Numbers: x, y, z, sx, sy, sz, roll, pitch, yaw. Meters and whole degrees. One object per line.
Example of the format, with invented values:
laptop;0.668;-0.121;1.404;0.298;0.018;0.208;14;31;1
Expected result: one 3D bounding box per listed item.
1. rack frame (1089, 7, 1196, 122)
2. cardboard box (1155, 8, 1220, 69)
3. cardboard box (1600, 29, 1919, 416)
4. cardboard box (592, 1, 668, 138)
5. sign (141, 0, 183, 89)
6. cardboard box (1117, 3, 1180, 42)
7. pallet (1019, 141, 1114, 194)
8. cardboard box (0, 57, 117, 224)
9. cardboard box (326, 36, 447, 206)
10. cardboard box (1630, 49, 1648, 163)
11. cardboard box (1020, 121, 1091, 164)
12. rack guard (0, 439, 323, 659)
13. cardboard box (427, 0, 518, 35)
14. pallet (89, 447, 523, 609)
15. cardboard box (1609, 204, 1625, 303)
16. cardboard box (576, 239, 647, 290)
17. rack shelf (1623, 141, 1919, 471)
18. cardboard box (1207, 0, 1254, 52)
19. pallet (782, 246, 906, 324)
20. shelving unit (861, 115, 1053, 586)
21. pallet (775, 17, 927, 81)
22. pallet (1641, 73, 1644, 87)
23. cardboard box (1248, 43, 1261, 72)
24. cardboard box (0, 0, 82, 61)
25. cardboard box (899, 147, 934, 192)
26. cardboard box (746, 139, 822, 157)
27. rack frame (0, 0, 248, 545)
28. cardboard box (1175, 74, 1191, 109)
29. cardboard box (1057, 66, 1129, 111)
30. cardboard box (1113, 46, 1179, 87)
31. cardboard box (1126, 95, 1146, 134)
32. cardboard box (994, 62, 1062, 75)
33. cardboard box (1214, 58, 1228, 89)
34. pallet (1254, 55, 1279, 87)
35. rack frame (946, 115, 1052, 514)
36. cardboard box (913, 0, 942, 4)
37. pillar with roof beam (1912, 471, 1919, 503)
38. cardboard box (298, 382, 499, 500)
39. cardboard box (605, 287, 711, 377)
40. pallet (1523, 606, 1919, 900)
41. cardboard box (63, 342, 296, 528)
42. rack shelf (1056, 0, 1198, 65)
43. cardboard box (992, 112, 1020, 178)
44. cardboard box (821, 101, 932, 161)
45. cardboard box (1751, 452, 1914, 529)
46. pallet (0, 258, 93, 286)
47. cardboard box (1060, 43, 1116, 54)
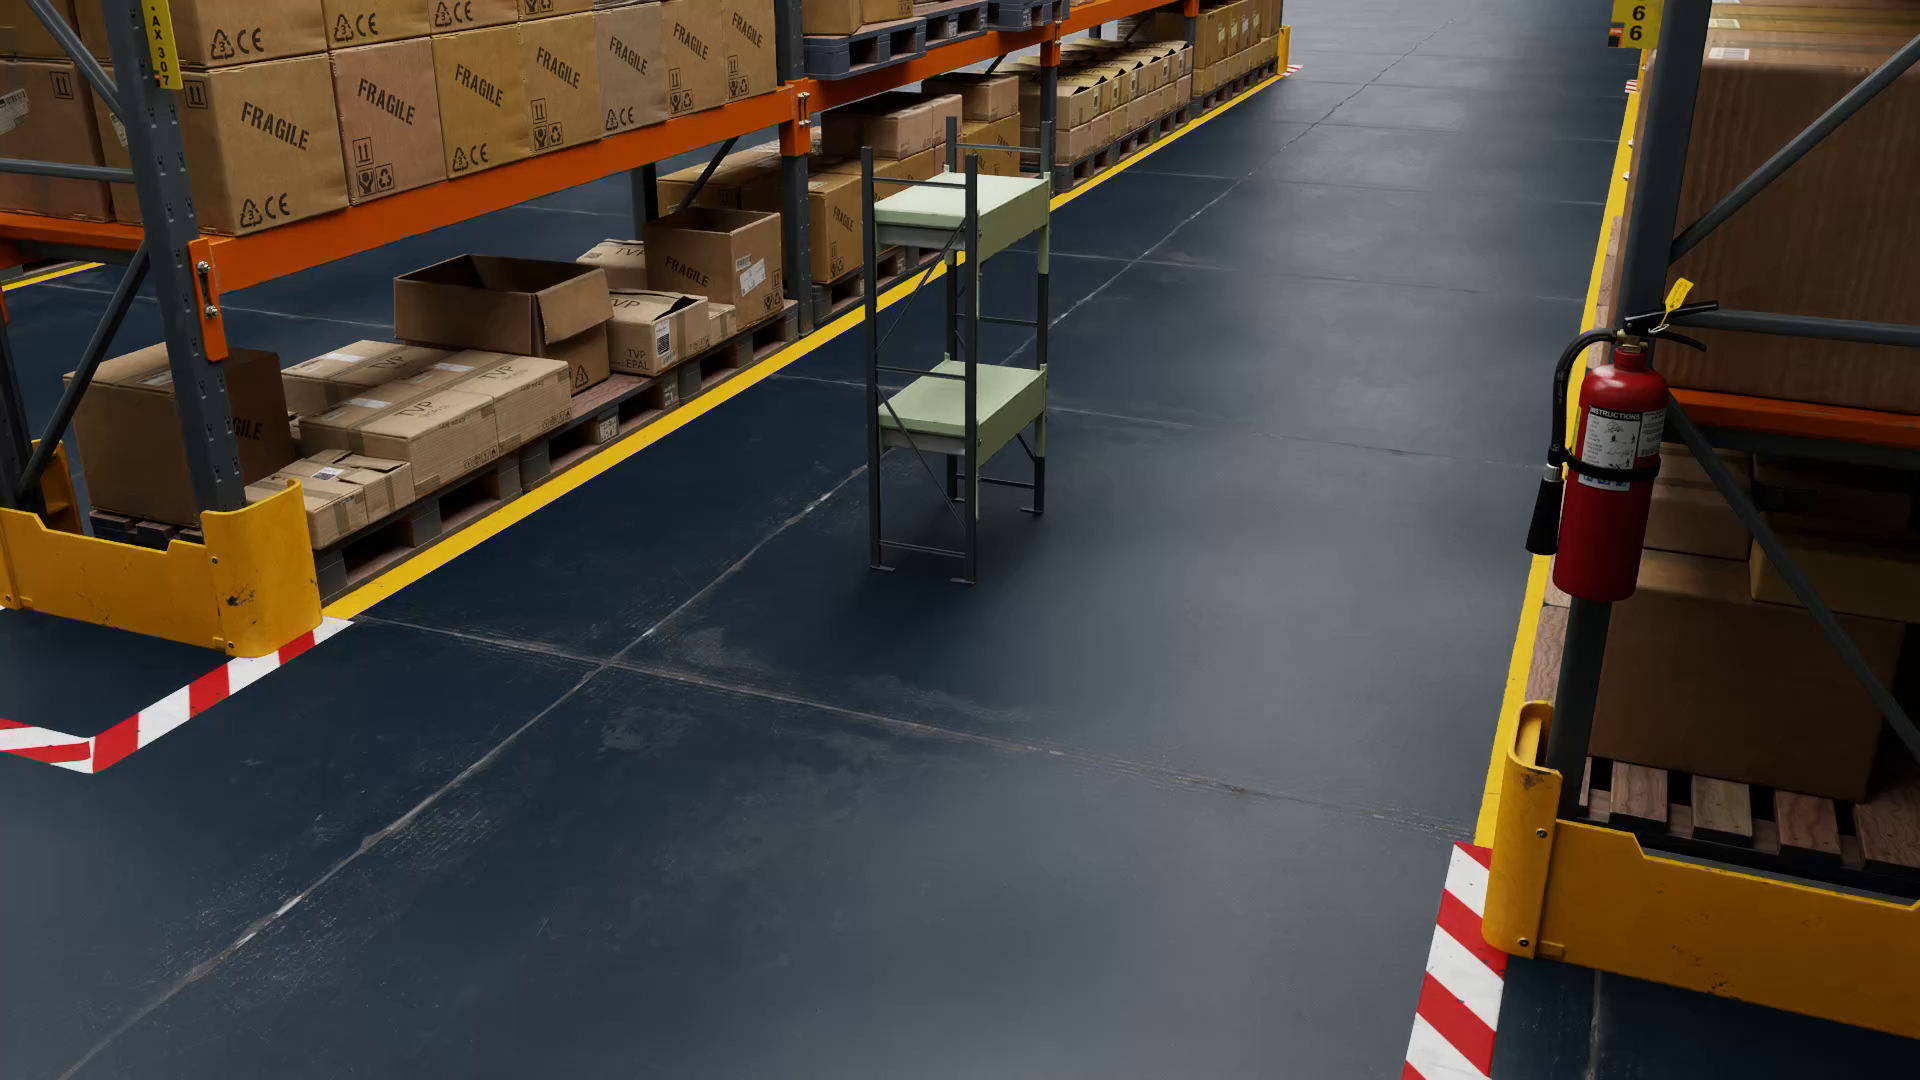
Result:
rack frame;1.701;-5.408;15.305;1.000;3.000;0.127;9;24;20
cardboard box;2.164;-4.800;15.899;0.500;0.500;0.500;9;24;20
cardboard box;2.025;-0.728;3.712;0.980;0.700;0.700;10;25;22
cardboard box;-1.596;-2.007;7.032;0.500;0.500;0.500;9;24;21
sign;-2.252;-1.435;4.671;0.100;0.325;0.005;9;24;20
cardboard box;1.867;-5.053;16.506;0.500;0.500;0.500;9;24;20
pallet;0.558;-2.979;13.107;1.003;0.211;1.213;9;24;20
cardboard box;-2.842;-1.359;5.482;0.500;0.500;0.500;10;25;22
cardboard box;-2.160;-1.466;5.738;0.500;0.500;0.500;9;24;20
cardboard box;2.838;-1.523;5.616;0.980;0.700;0.700;8;24;19
cardboard box;0.683;-3.047;12.675;0.500;0.250;0.500;9;24;20
rack guard;-2.728;0.013;5.571;1.175;0.500;0.348;9;24;20
cardboard box;-1.969;-2.109;5.979;0.500;0.500;0.500;9;24;21
pallet;-2.432;-0.139;6.310;1.003;0.211;1.213;9;24;20
cardboard box;3.779;-1.609;8.453;0.750;0.750;0.750;10;24;22
cardboard box;-1.627;-1.388;8.599;0.500;0.311;0.500;9;24;20
rack shelf;2.588;-0.789;5.181;1.077;0.370;4.000;9;24;20
cardboard box;2.720;-5.337;17.185;0.500;0.500;0.500;9;24;20
pallet;-1.003;-1.555;9.698;1.003;0.211;1.213;9;24;20
shelving unit;0.002;-0.694;5.967;0.431;1.500;0.755;9;24;20
pallet;-0.872;-2.727;9.135;1.003;0.211;1.213;9;24;20
pallet;7.425;-4.532;16.825;1.003;0.211;1.213;9;24;20
cardboard box;2.904;-5.170;17.758;0.500;0.250;0.500;9;24;20
cardboard box;-2.846;-1.820;5.288;0.500;0.500;0.500;9;24;20
cardboard box;-0.484;-2.103;10.065;0.500;0.500;0.500;9;24;21
cardboard box;-0.975;-2.167;10.219;0.500;0.500;0.500;9;24;21
rack frame;-2.756;-1.113;5.024;1.000;3.000;0.127;9;24;20
cardboard box;1.817;-4.143;15.299;0.500;0.250;0.500;9;24;20
cardboard box;1.062;-3.677;13.456;0.500;0.311;0.500;8;24;19
cardboard box;1.630;-4.218;14.752;0.500;0.311;0.500;9;24;22
cardboard box;1.247;-3.597;13.992;0.500;0.250;0.500;9;24;21
cardboard box;0.559;-3.750;13.631;0.500;0.311;0.500;9;24;20
cardboard box;2.346;-4.633;16.474;0.500;0.250;0.500;9;24;20
pallet;2.942;-5.273;18.599;1.003;0.211;1.213;9;24;20
rack frame;0.138;-0.825;6.280;0.400;1.500;0.023;9;24;20
cardboard box;-0.431;-3.675;10.481;0.700;0.500;0.500;14;26;30
pillar with roof beam;-0.123;-4.847;6.179;9.100;9.000;0.400;9;24;20
cardboard box;-2.105;-0.381;6.266;0.500;0.250;0.500;9;24;20
cardboard box;-1.497;-0.994;7.656;0.500;0.311;0.500;9;24;20
pallet;2.069;0.584;4.579;1.003;0.211;1.213;9;24;20
cardboard box;-2.783;-0.393;5.971;0.500;0.500;0.500;9;24;20
rack shelf;0.959;-4.360;13.730;1.077;0.370;4.000;9;24;20
cardboard box;0.086;-2.658;11.393;0.500;0.500;0.500;10;25;22
cardboard box;-0.493;-2.437;9.891;0.500;0.250;0.500;9;24;20
cardboard box;2.339;-0.118;4.498;0.380;0.149;0.250;9;24;20
pallet;-6.105;-1.700;10.046;1.003;0.211;1.213;9;24;20
cardboard box;1.126;-4.301;14.950;0.500;0.311;0.500;8;24;19
